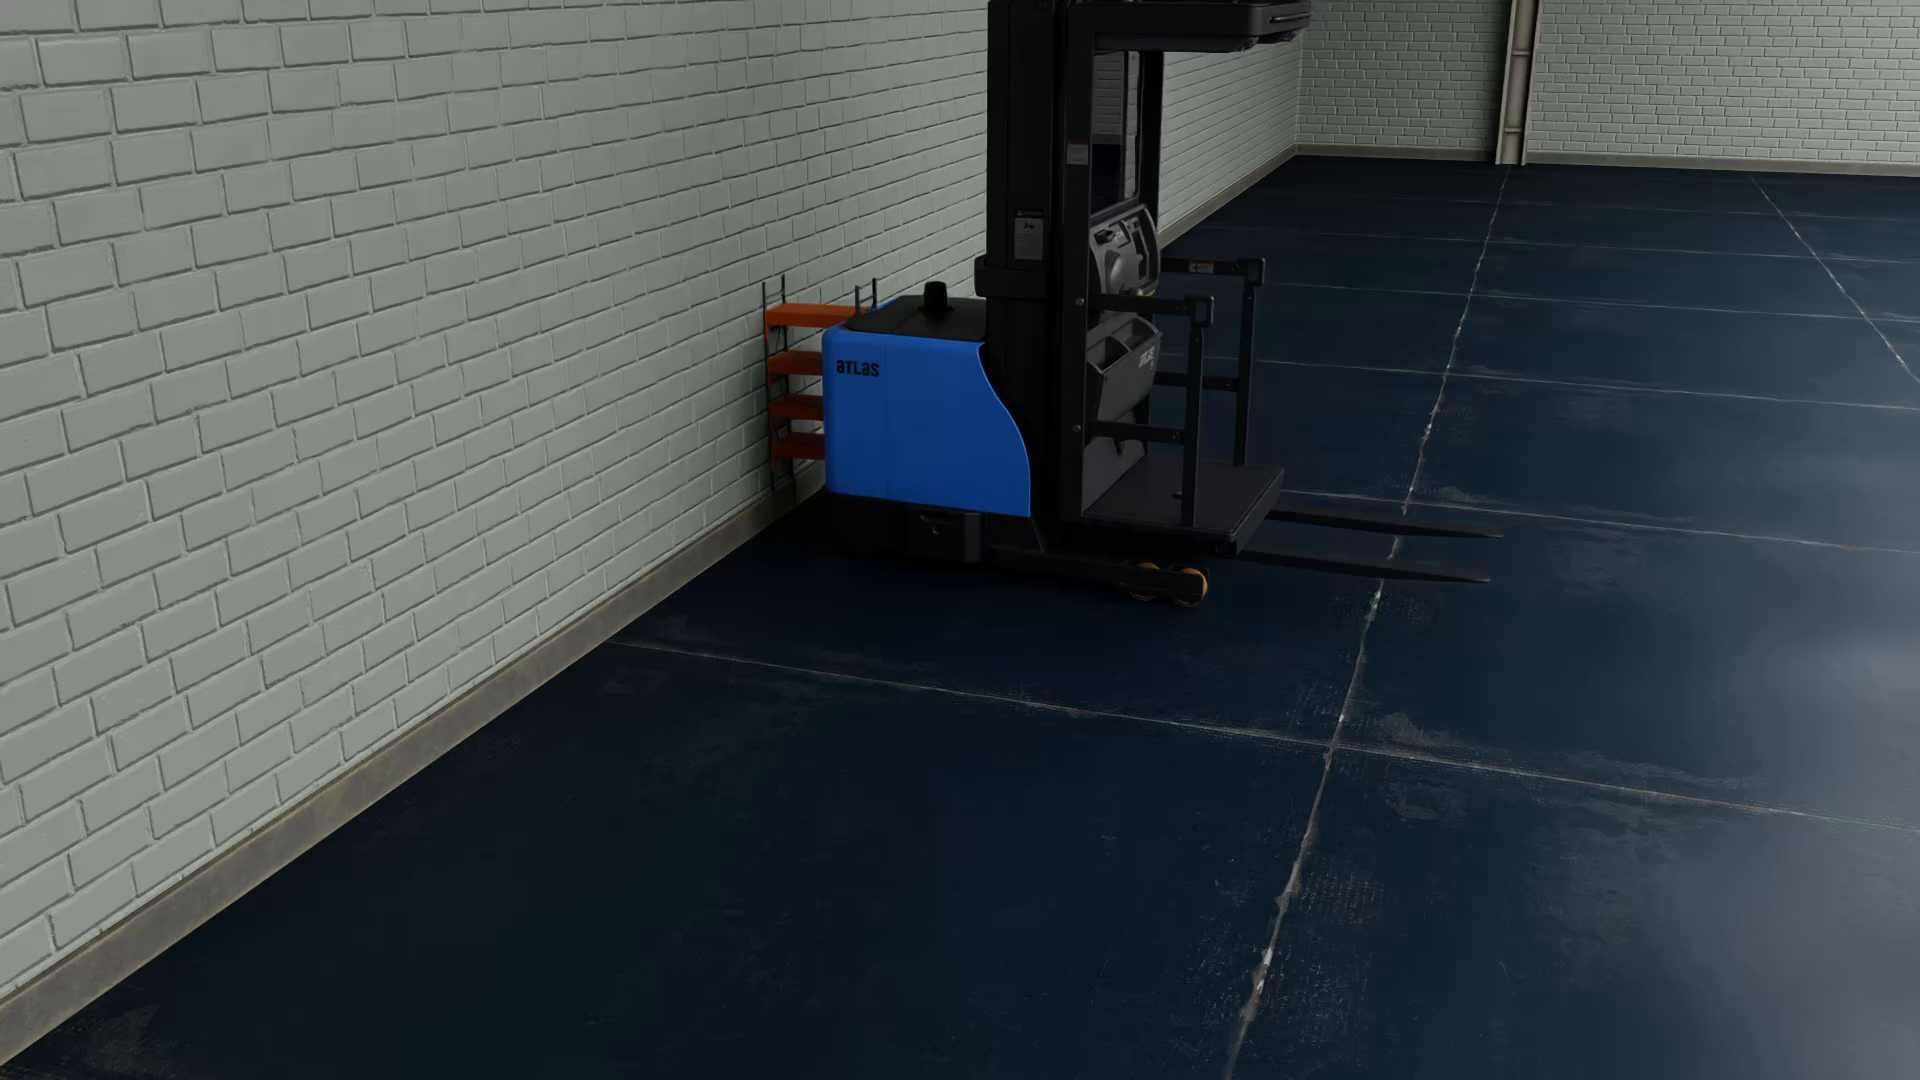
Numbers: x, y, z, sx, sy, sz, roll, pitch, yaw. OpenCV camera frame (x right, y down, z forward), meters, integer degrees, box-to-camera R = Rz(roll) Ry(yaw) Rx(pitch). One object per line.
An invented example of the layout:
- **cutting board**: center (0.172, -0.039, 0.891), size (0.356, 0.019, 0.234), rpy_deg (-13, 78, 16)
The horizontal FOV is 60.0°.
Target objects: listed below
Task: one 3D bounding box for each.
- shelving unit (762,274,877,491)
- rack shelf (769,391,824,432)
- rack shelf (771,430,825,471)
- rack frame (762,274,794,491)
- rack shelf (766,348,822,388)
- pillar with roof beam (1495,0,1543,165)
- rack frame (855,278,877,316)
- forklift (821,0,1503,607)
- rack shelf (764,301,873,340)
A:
- **shelving unit**: center (-0.673, -0.684, 8.199), size (0.503, 1.200, 0.258), rpy_deg (6, 19, 18)
- **rack shelf**: center (-0.672, -0.620, 8.221), size (0.480, 0.148, 0.258), rpy_deg (6, 19, 18)
- **rack shelf**: center (-0.669, -0.431, 8.283), size (0.480, 0.148, 0.258), rpy_deg (6, 19, 18)
- **rack frame**: center (-0.903, -0.706, 8.276), size (0.015, 1.200, 0.240), rpy_deg (6, 19, 18)
- **rack shelf**: center (-0.675, -0.832, 8.150), size (0.480, 0.148, 0.258), rpy_deg (6, 19, 18)
- **pillar with roof beam**: center (6.220, -8.136, 17.746), size (0.400, 9.000, 9.100), rpy_deg (7, 20, 18)
- **rack frame**: center (-0.442, -0.661, 8.123), size (0.015, 1.200, 0.240), rpy_deg (6, 19, 18)
- **forklift**: center (0.920, -1.291, 7.326), size (3.031, 2.935, 1.130), rpy_deg (8, 21, 21)
- **rack shelf**: center (-0.678, -1.057, 8.076), size (0.480, 0.148, 0.258), rpy_deg (6, 19, 18)
